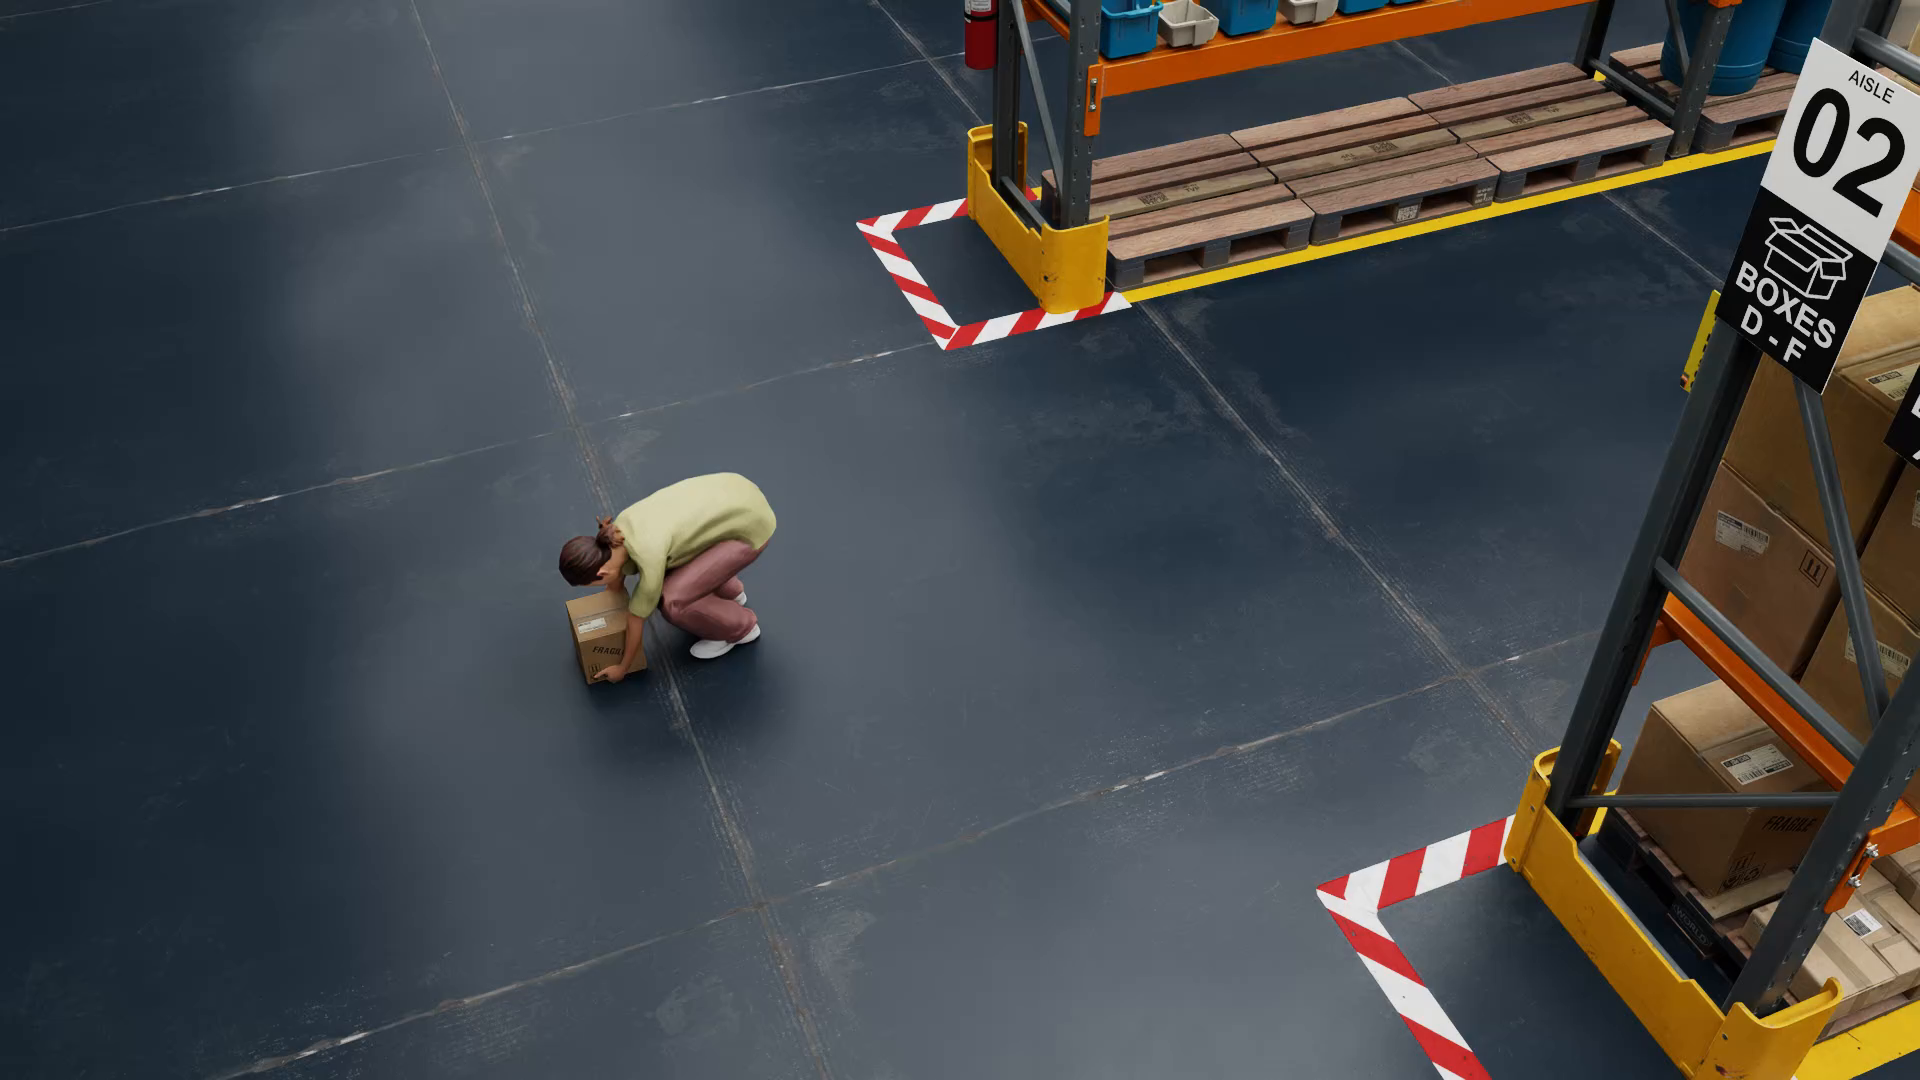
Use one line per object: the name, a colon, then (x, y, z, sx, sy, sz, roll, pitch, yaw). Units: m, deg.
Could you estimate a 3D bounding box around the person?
person: (-1.159, 0.138, 6.718, 0.867, 0.756, 0.463, -17, 44, -18)
